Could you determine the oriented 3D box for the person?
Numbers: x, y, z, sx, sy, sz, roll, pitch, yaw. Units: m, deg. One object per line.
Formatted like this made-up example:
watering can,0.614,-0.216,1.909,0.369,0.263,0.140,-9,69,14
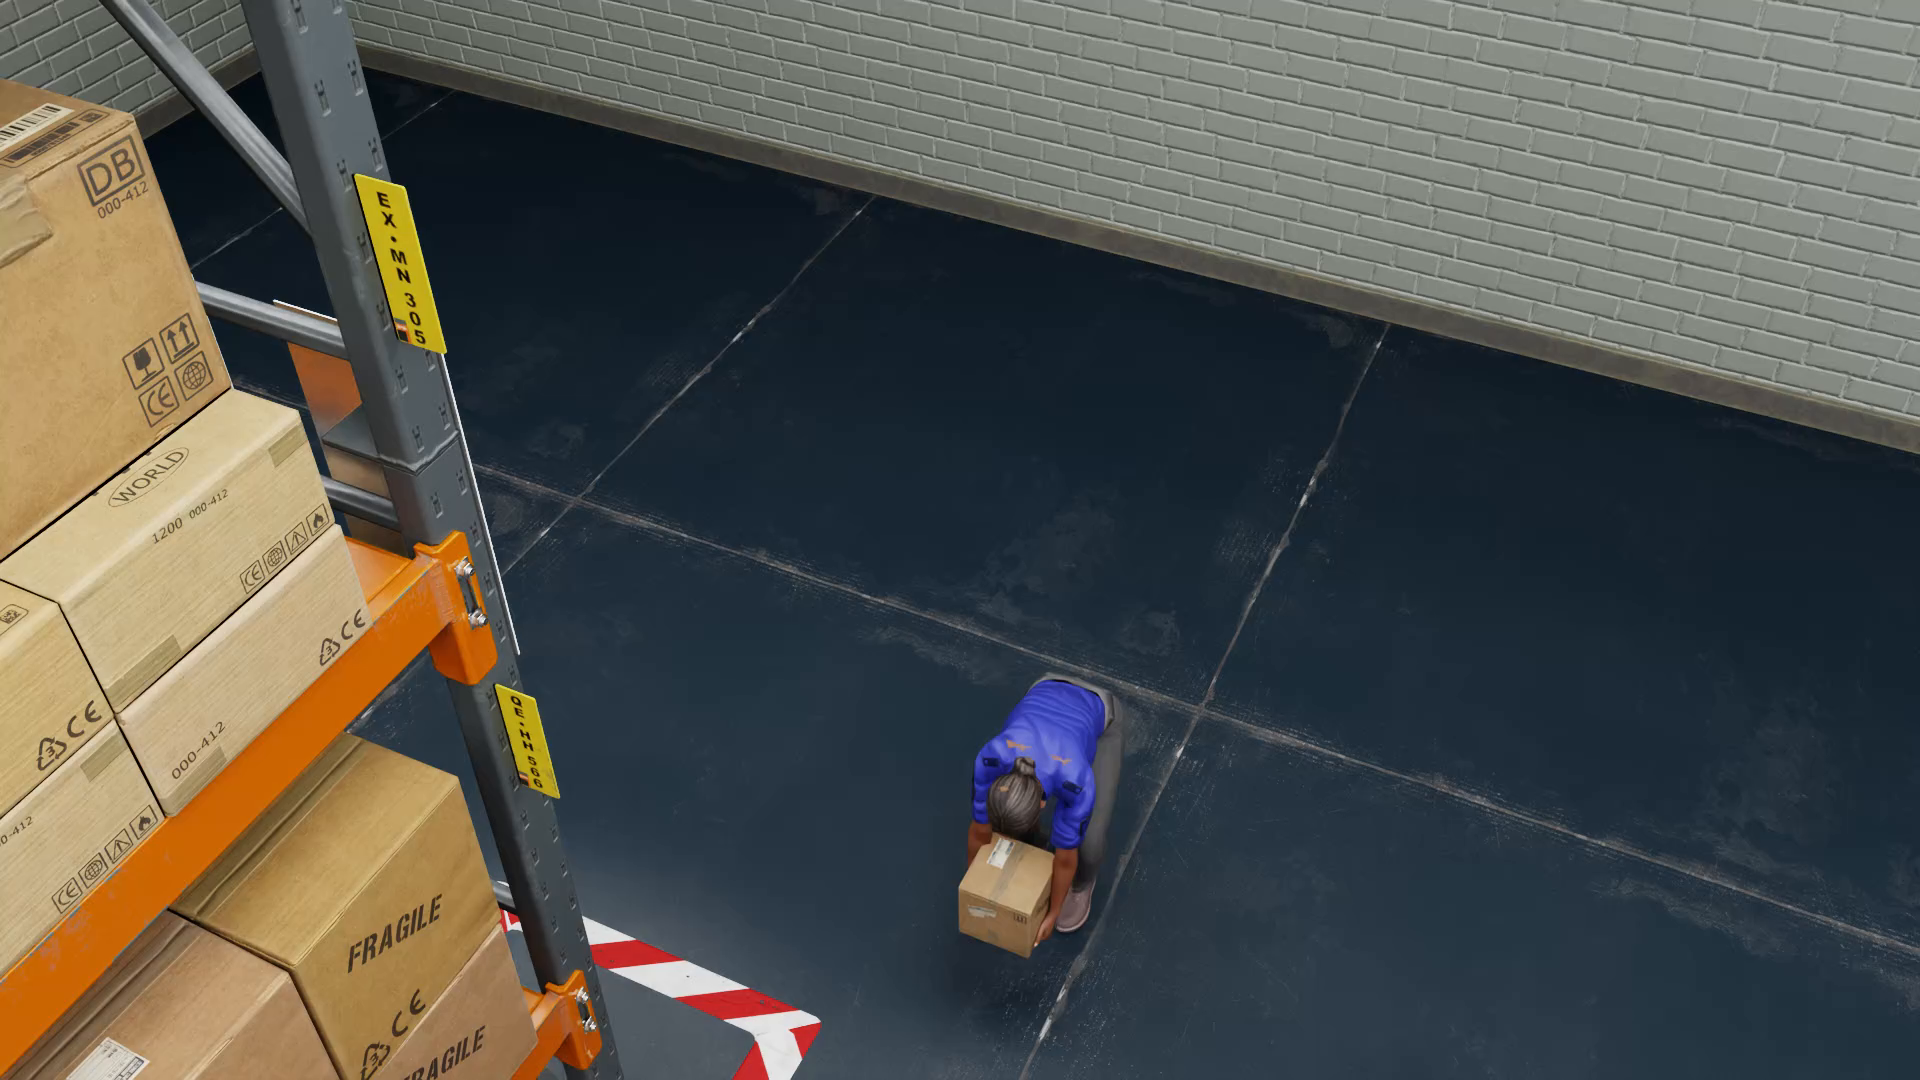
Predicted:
person,0.267,0.929,5.541,0.434,1.125,0.846,16,45,17
